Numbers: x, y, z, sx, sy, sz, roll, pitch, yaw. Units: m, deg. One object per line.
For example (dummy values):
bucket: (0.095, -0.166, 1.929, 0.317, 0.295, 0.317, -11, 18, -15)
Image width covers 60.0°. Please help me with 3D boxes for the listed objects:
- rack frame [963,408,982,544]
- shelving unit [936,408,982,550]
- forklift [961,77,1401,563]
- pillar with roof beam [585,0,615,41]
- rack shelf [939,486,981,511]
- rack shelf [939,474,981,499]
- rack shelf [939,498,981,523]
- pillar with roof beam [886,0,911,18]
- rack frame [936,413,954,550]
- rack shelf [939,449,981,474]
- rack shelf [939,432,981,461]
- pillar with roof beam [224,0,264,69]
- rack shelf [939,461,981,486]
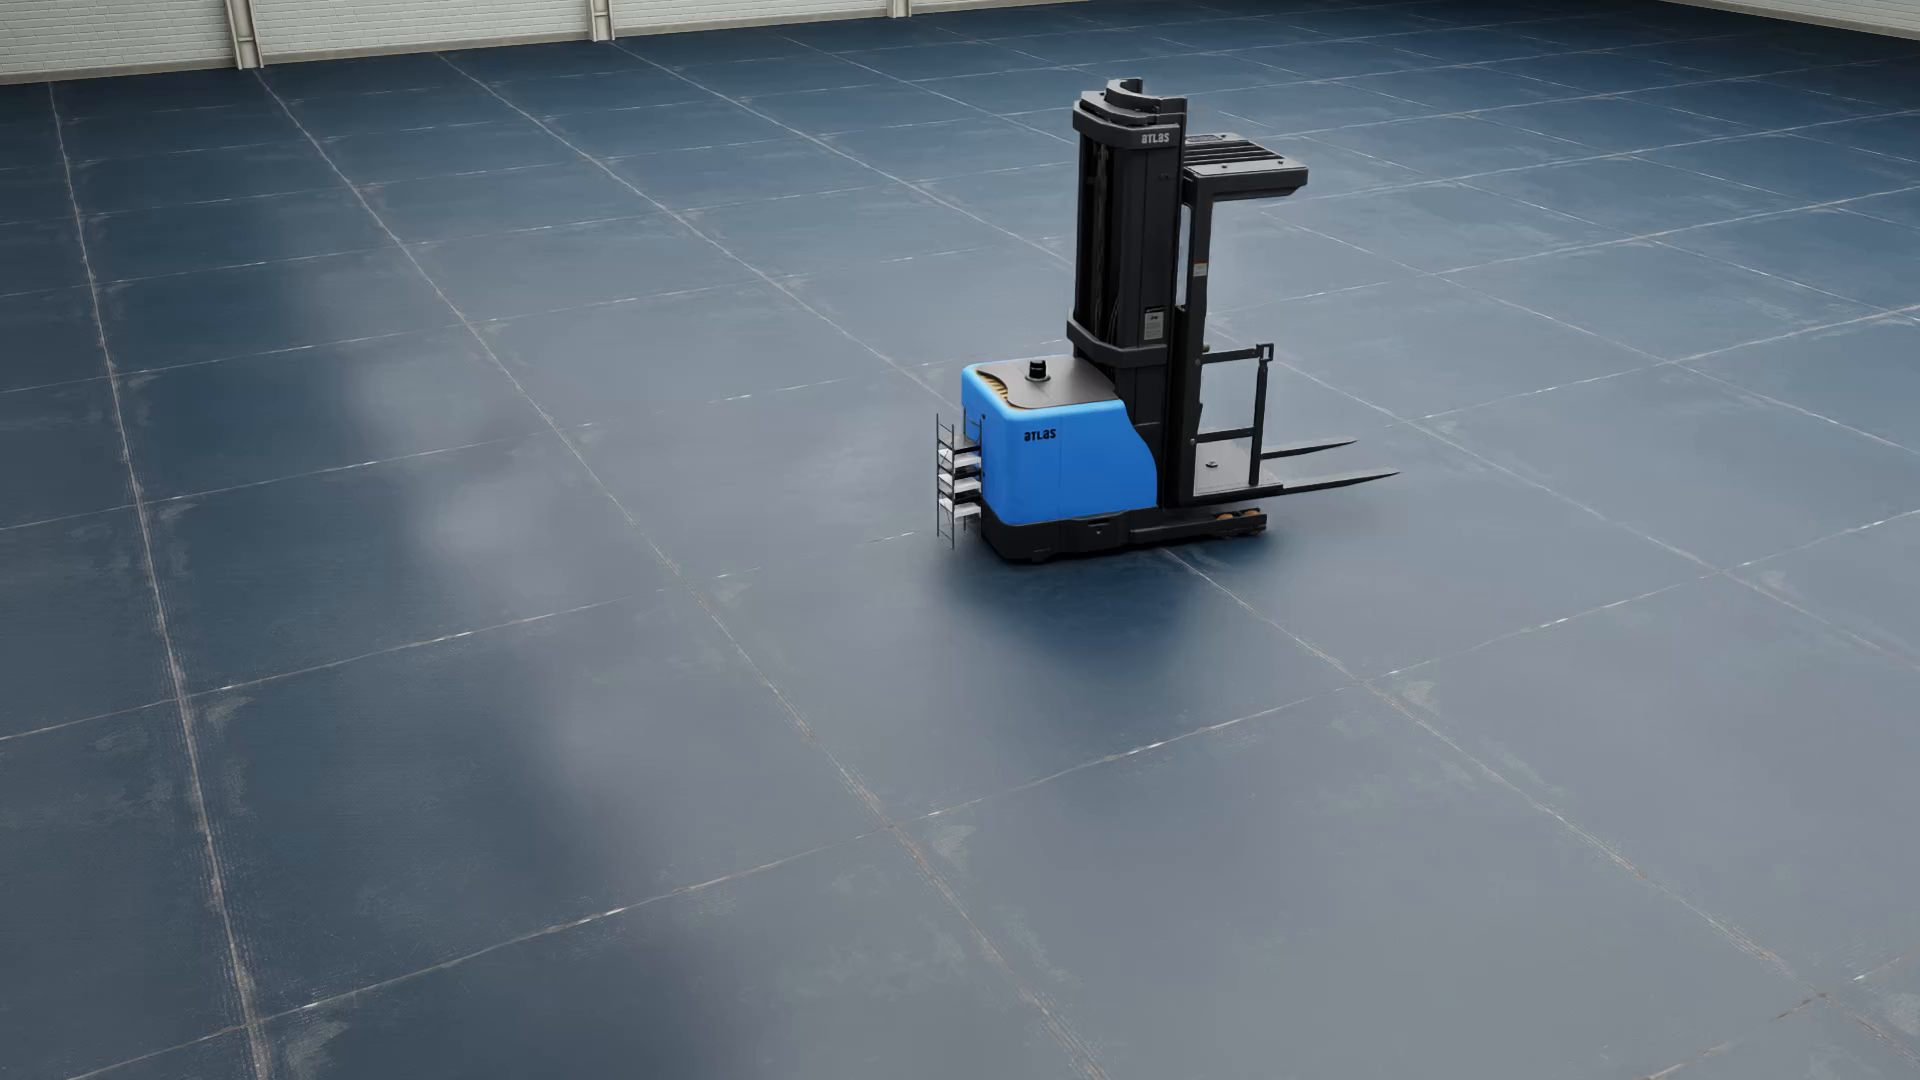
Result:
rack frame: (0.083, -0.425, 11.095, 0.006, 0.900, 0.240, -13, 29, -25)
shelving unit: (-0.007, -0.404, 11.052, 0.210, 0.900, 0.258, -13, 29, -25)
forklift: (1.570, -1.537, 11.064, 3.031, 2.935, 1.130, -8, 27, -16)
pillar with roof beam: (-4.470, -11.492, 24.789, 0.400, 9.000, 9.100, -13, 29, -25)
rack shelf: (-0.007, -0.293, 11.105, 0.200, 0.077, 0.258, -13, 29, -25)
rack shelf: (-0.007, -0.374, 11.066, 0.200, 0.077, 0.258, -13, 29, -25)
rack shelf: (-0.007, -0.212, 11.144, 0.200, 0.077, 0.258, -13, 29, -25)
pillar with roof beam: (0.824, -12.714, 27.334, 0.400, 9.000, 9.100, -13, 29, -25)
rack frame: (-0.097, -0.383, 11.009, 0.006, 0.900, 0.240, -13, 29, -25)
rack shelf: (-0.007, -0.536, 10.988, 0.200, 0.077, 0.258, -13, 29, -25)
rack shelf: (-0.007, -0.617, 10.949, 0.200, 0.077, 0.258, -13, 29, -25)
pillar with roof beam: (-9.764, -10.270, 22.244, 0.400, 9.000, 9.100, -13, 29, -25)
rack shelf: (-0.007, -0.455, 11.027, 0.200, 0.077, 0.258, -13, 29, -25)
